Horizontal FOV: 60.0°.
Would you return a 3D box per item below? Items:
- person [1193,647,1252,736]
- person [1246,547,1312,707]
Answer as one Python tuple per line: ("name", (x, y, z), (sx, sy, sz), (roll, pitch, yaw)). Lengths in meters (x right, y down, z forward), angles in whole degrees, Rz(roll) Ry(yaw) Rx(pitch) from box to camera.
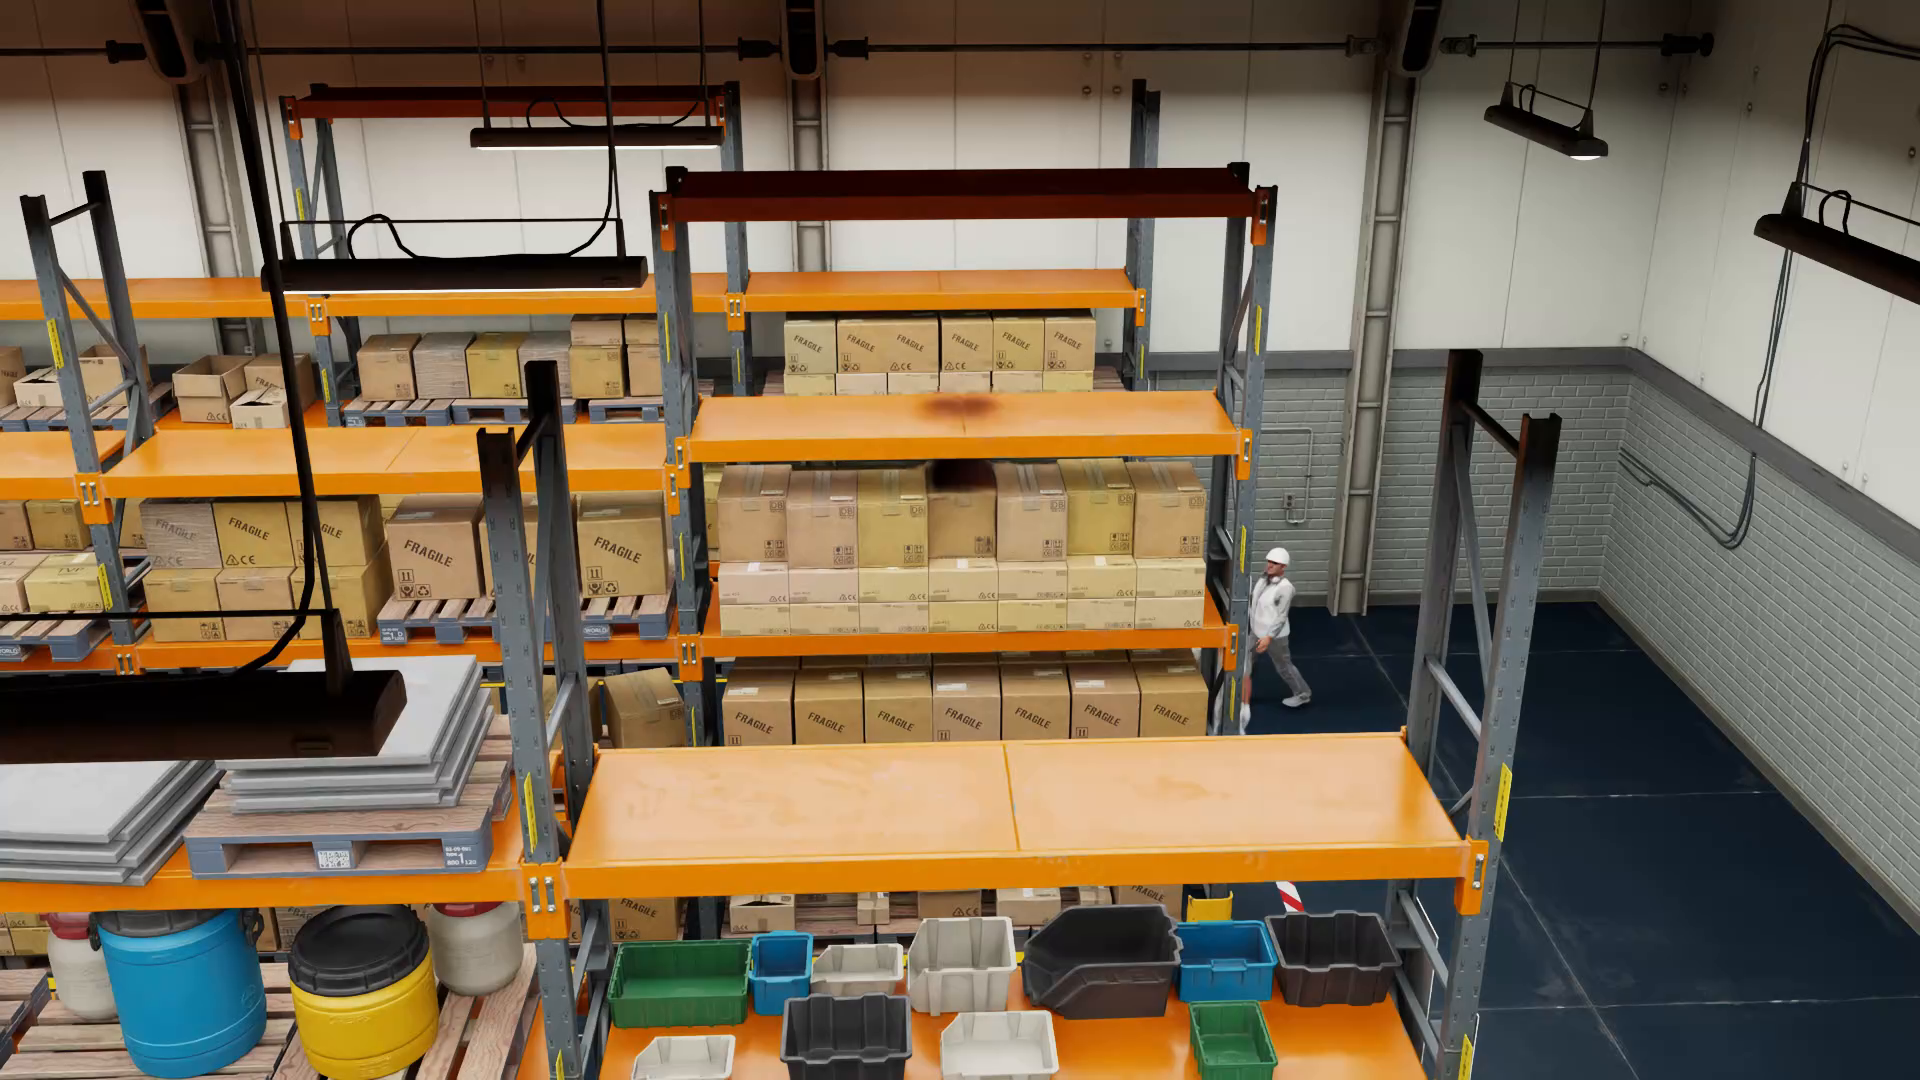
("person", (2.328, 1.514, 15.063), (0.591, 1.804, 0.445), (-2, 22, -4))
("person", (3.042, 0.904, 16.621), (1.066, 1.715, 0.629), (-4, 23, -10))
